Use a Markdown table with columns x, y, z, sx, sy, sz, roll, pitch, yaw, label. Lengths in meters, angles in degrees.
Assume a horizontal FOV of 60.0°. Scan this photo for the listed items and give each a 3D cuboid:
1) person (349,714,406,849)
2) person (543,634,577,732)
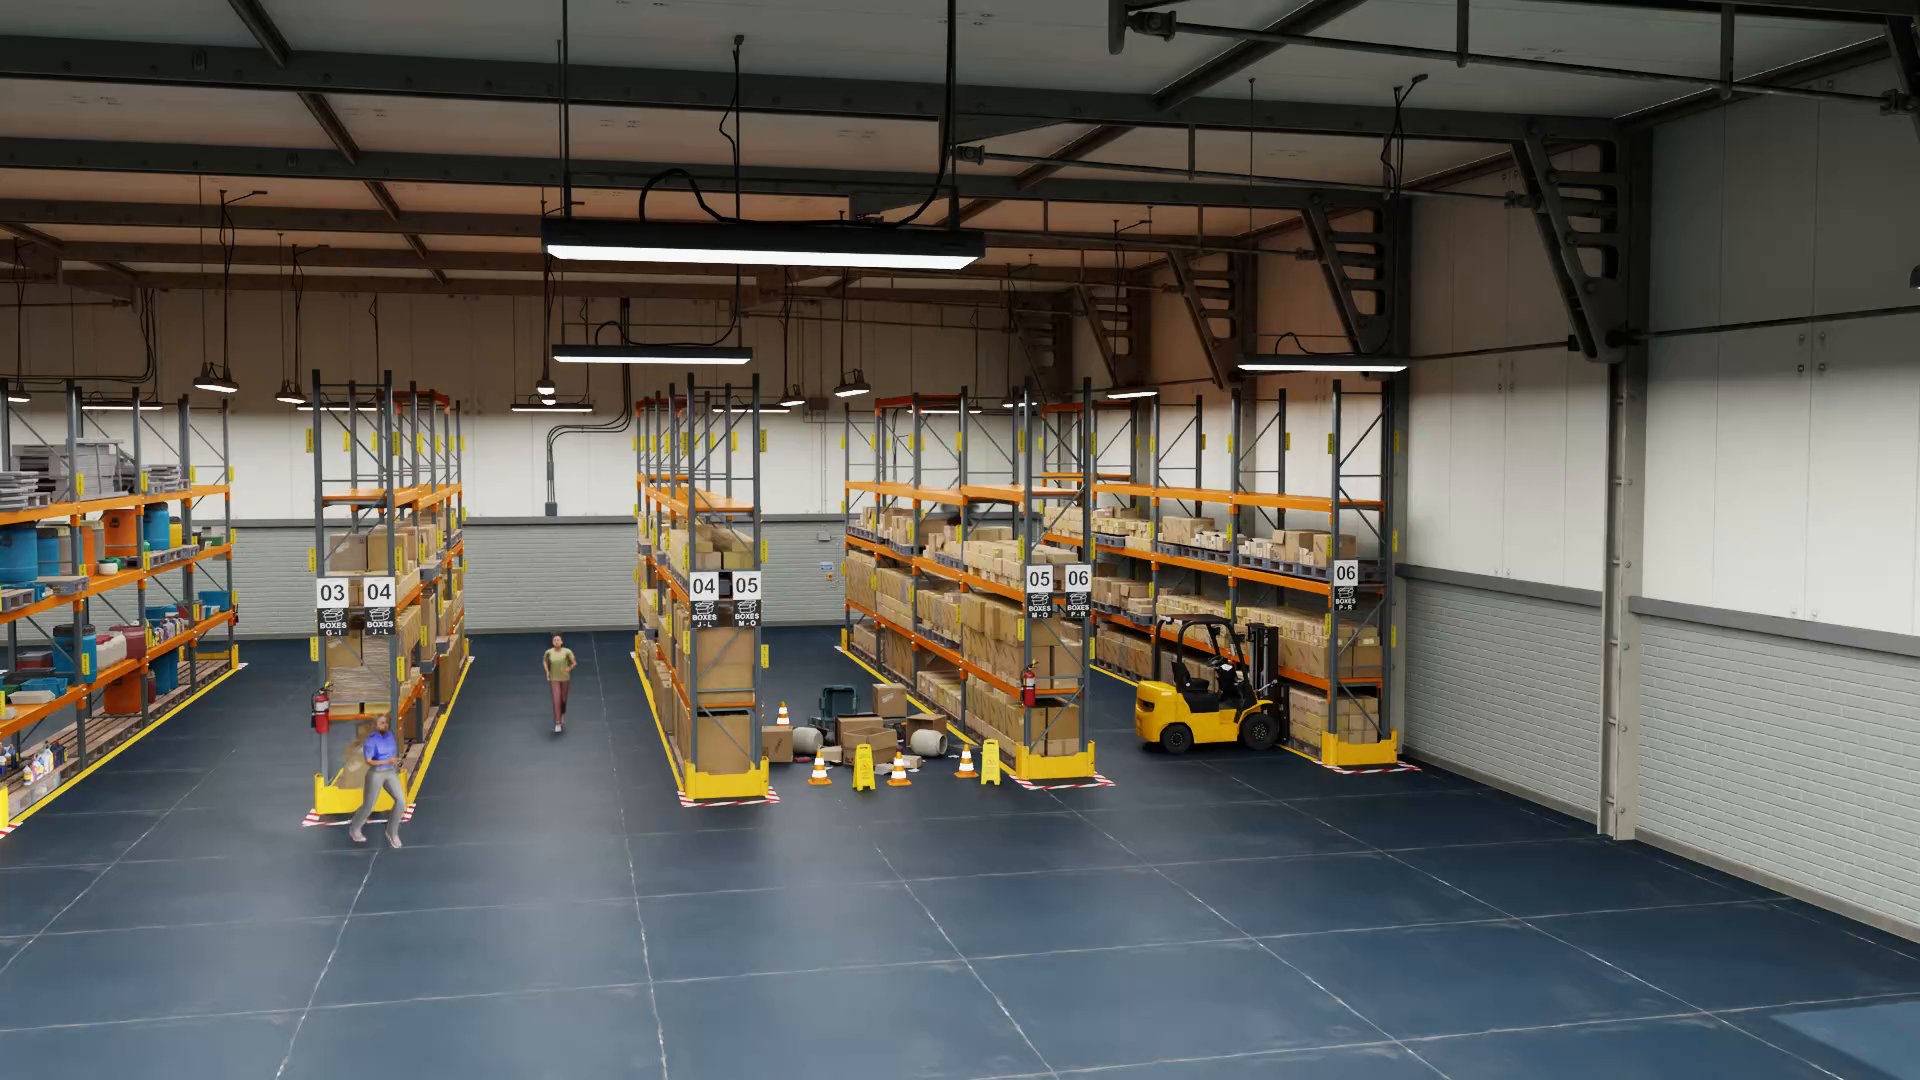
| x | y | z | sx | sy | sz | roll | pitch | yaw | label |
| --- | --- | --- | --- | --- | --- | --- | --- | --- | --- |
| -7.201 | 2.989 | 20.674 | 0.880 | 1.693 | 0.584 | 2 | 4 | 34 | person |
| -6.996 | 2.462 | 29.087 | 0.572 | 1.665 | 0.891 | -1 | 3 | -13 | person |
